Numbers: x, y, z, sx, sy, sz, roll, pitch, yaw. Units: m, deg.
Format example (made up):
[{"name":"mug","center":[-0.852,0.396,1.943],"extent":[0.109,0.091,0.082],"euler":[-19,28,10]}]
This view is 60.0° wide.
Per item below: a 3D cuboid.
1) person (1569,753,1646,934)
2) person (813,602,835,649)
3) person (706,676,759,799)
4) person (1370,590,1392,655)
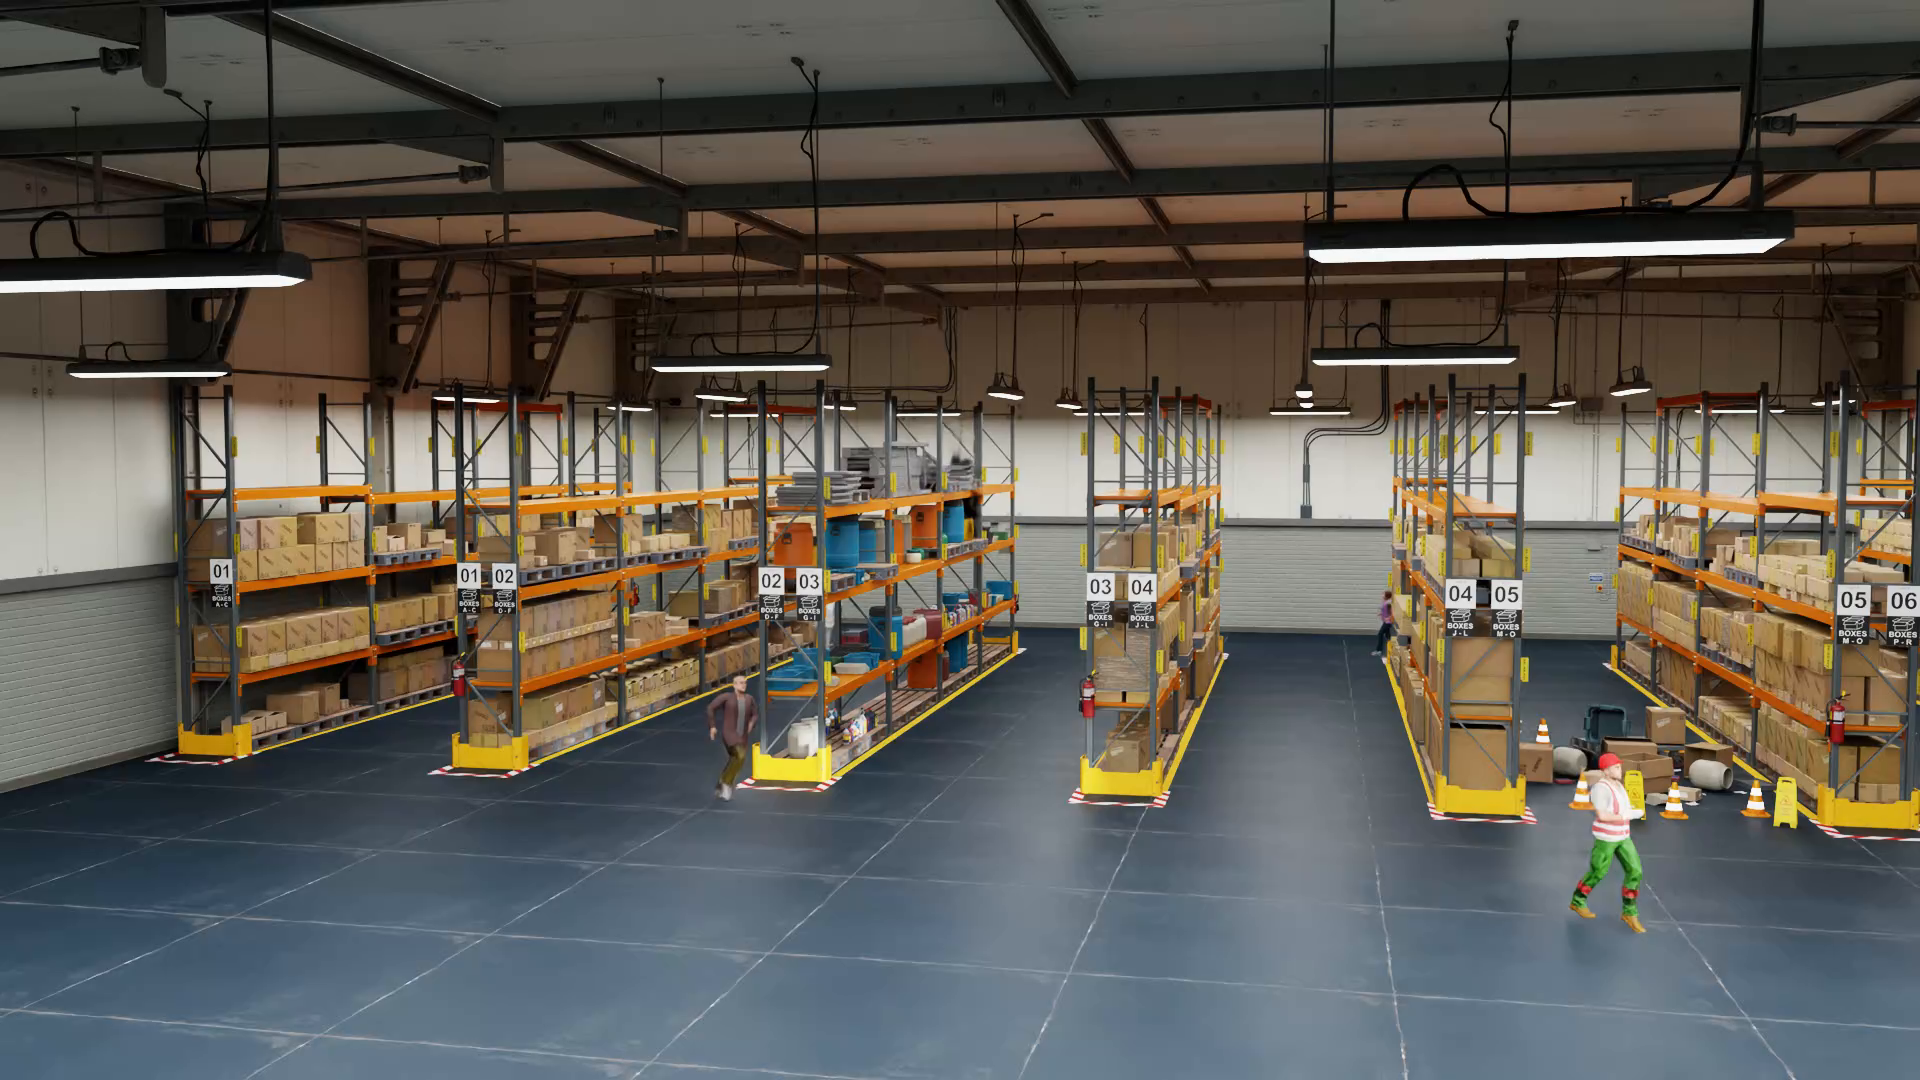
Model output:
[{"name":"person","center":[6.763,3.132,17.300],"extent":[0.648,1.845,0.799],"euler":[-2,4,-36]},{"name":"person","center":[-2.866,1.861,35.088],"extent":[0.712,1.777,0.826],"euler":[0,3,-4]},{"name":"person","center":[-3.166,2.799,23.671],"extent":[0.697,1.712,0.675],"euler":[-3,4,-40]},{"name":"person","center":[10.226,1.981,39.789],"extent":[0.721,1.586,0.605],"euler":[0,3,2]}]
